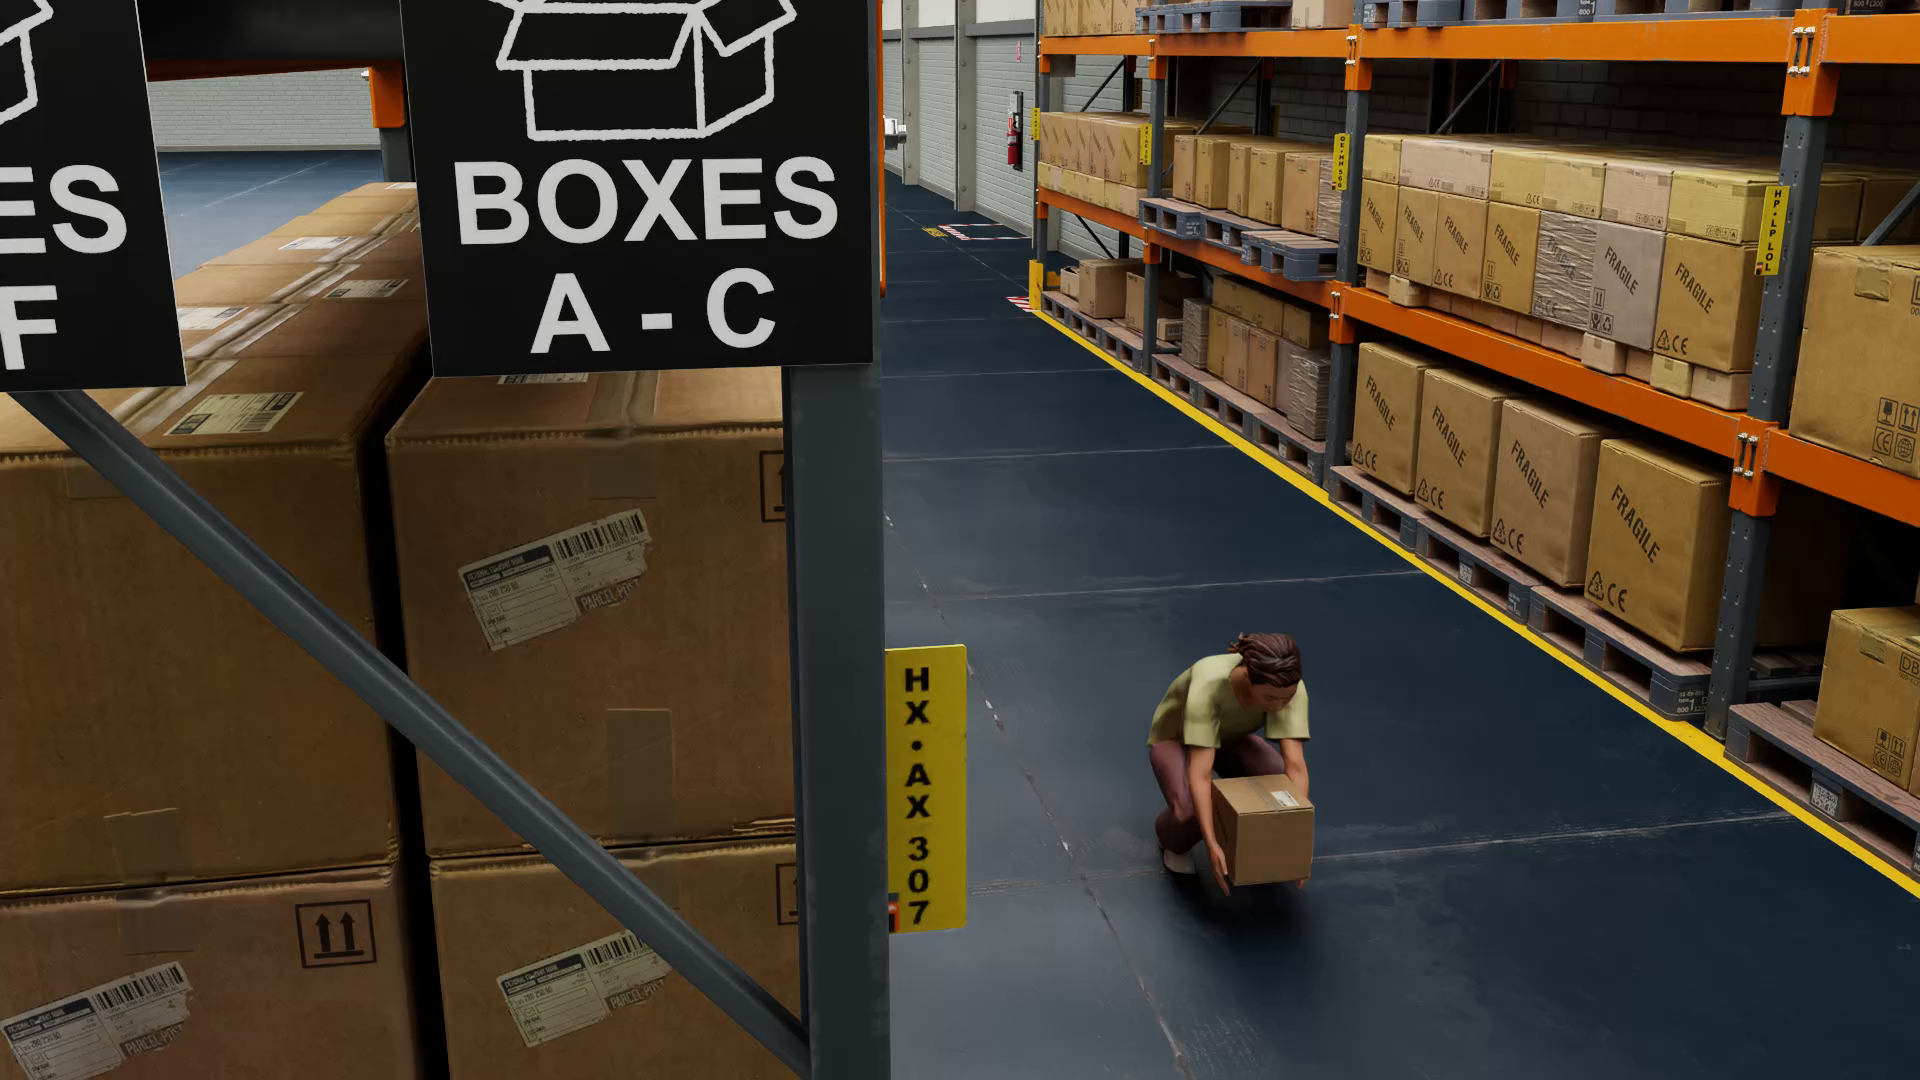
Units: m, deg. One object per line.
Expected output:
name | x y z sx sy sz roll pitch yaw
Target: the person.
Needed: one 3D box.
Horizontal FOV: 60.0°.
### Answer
person | 0.903 0.701 5.515 0.473 0.921 0.803 -3 17 -11
